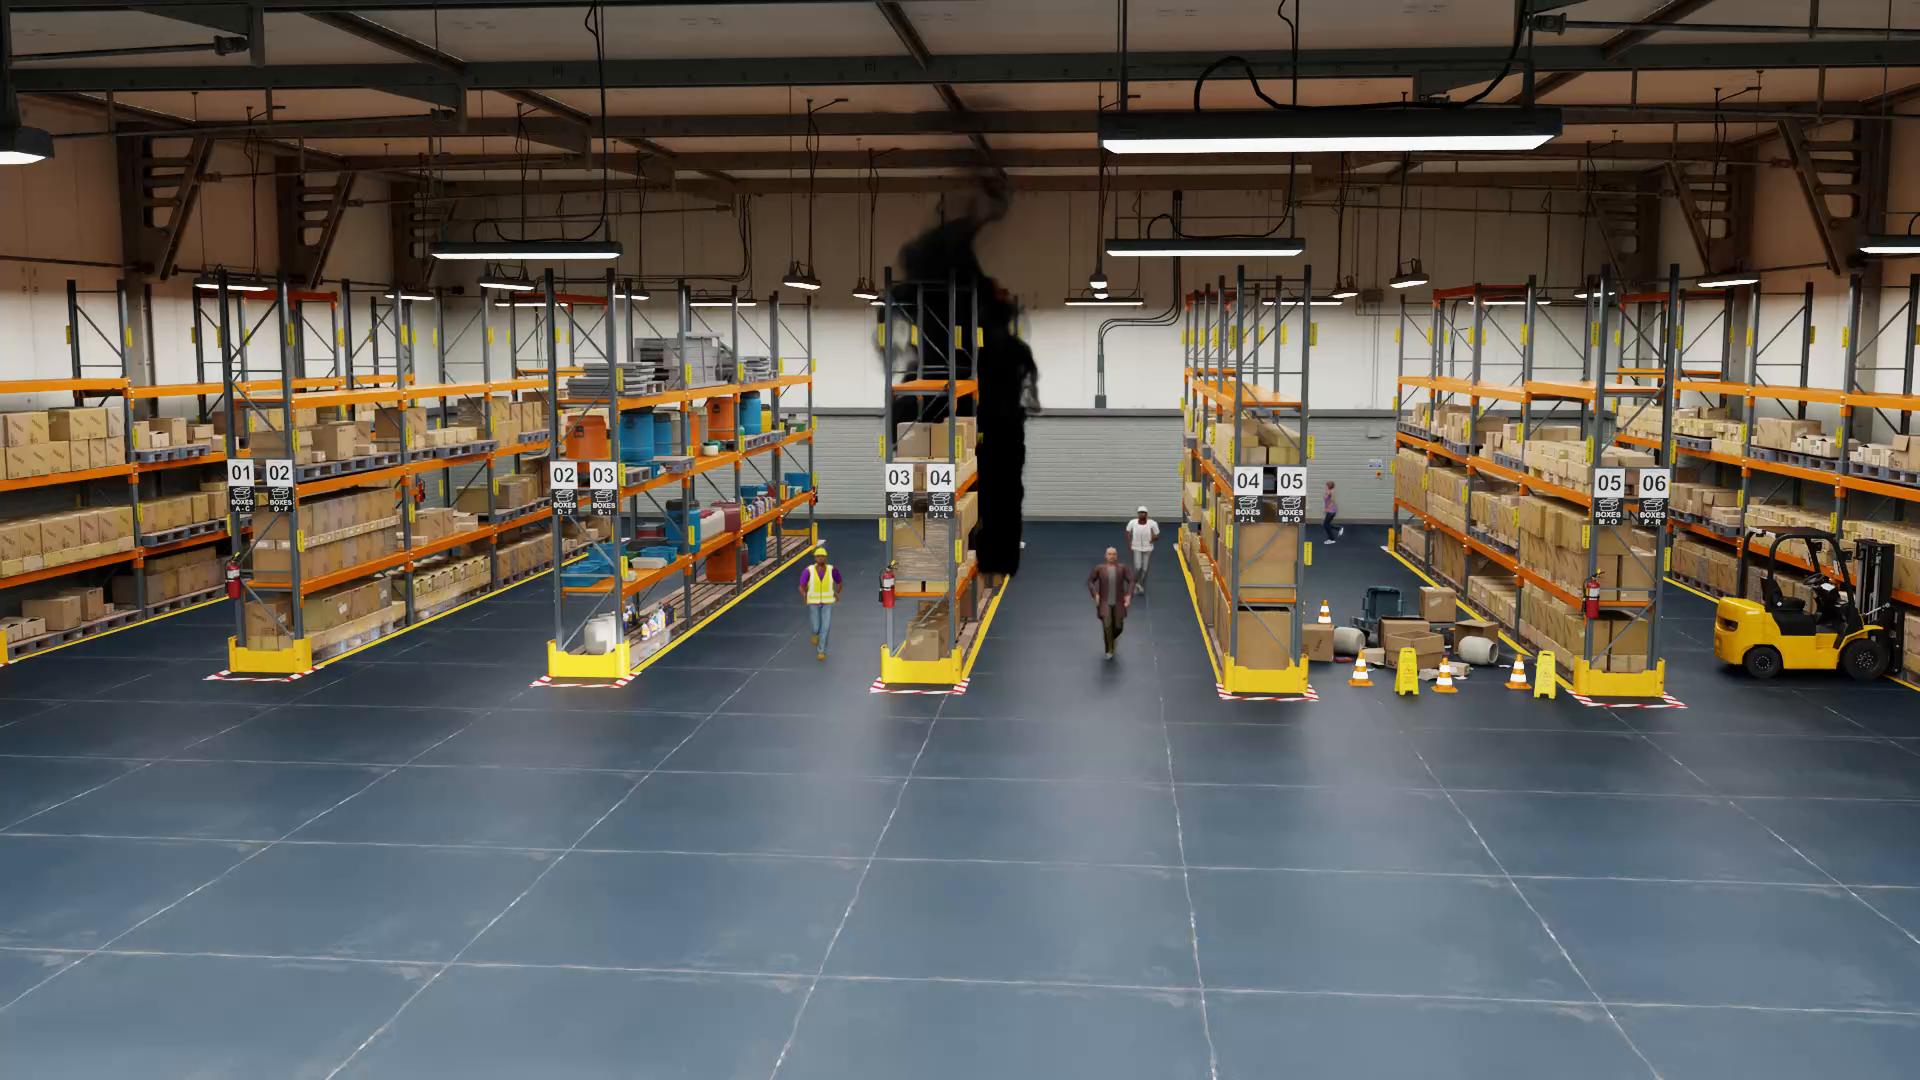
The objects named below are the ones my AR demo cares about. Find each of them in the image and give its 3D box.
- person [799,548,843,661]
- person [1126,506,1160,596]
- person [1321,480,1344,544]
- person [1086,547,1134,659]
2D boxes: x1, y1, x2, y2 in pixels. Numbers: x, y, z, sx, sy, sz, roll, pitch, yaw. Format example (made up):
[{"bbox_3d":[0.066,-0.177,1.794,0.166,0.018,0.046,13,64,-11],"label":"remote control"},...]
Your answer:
[{"bbox_3d":[-2.170,0.987,26.050,0.700,1.739,0.801,-1,7,-9],"label":"person"},{"bbox_3d":[3.555,0.216,32.333,0.668,1.767,0.679,1,7,5],"label":"person"},{"bbox_3d":[9.102,-0.679,40.579,0.579,1.553,0.522,1,7,6],"label":"person"},{"bbox_3d":[2.361,0.973,26.087,0.752,1.733,0.759,0,7,-2],"label":"person"}]
